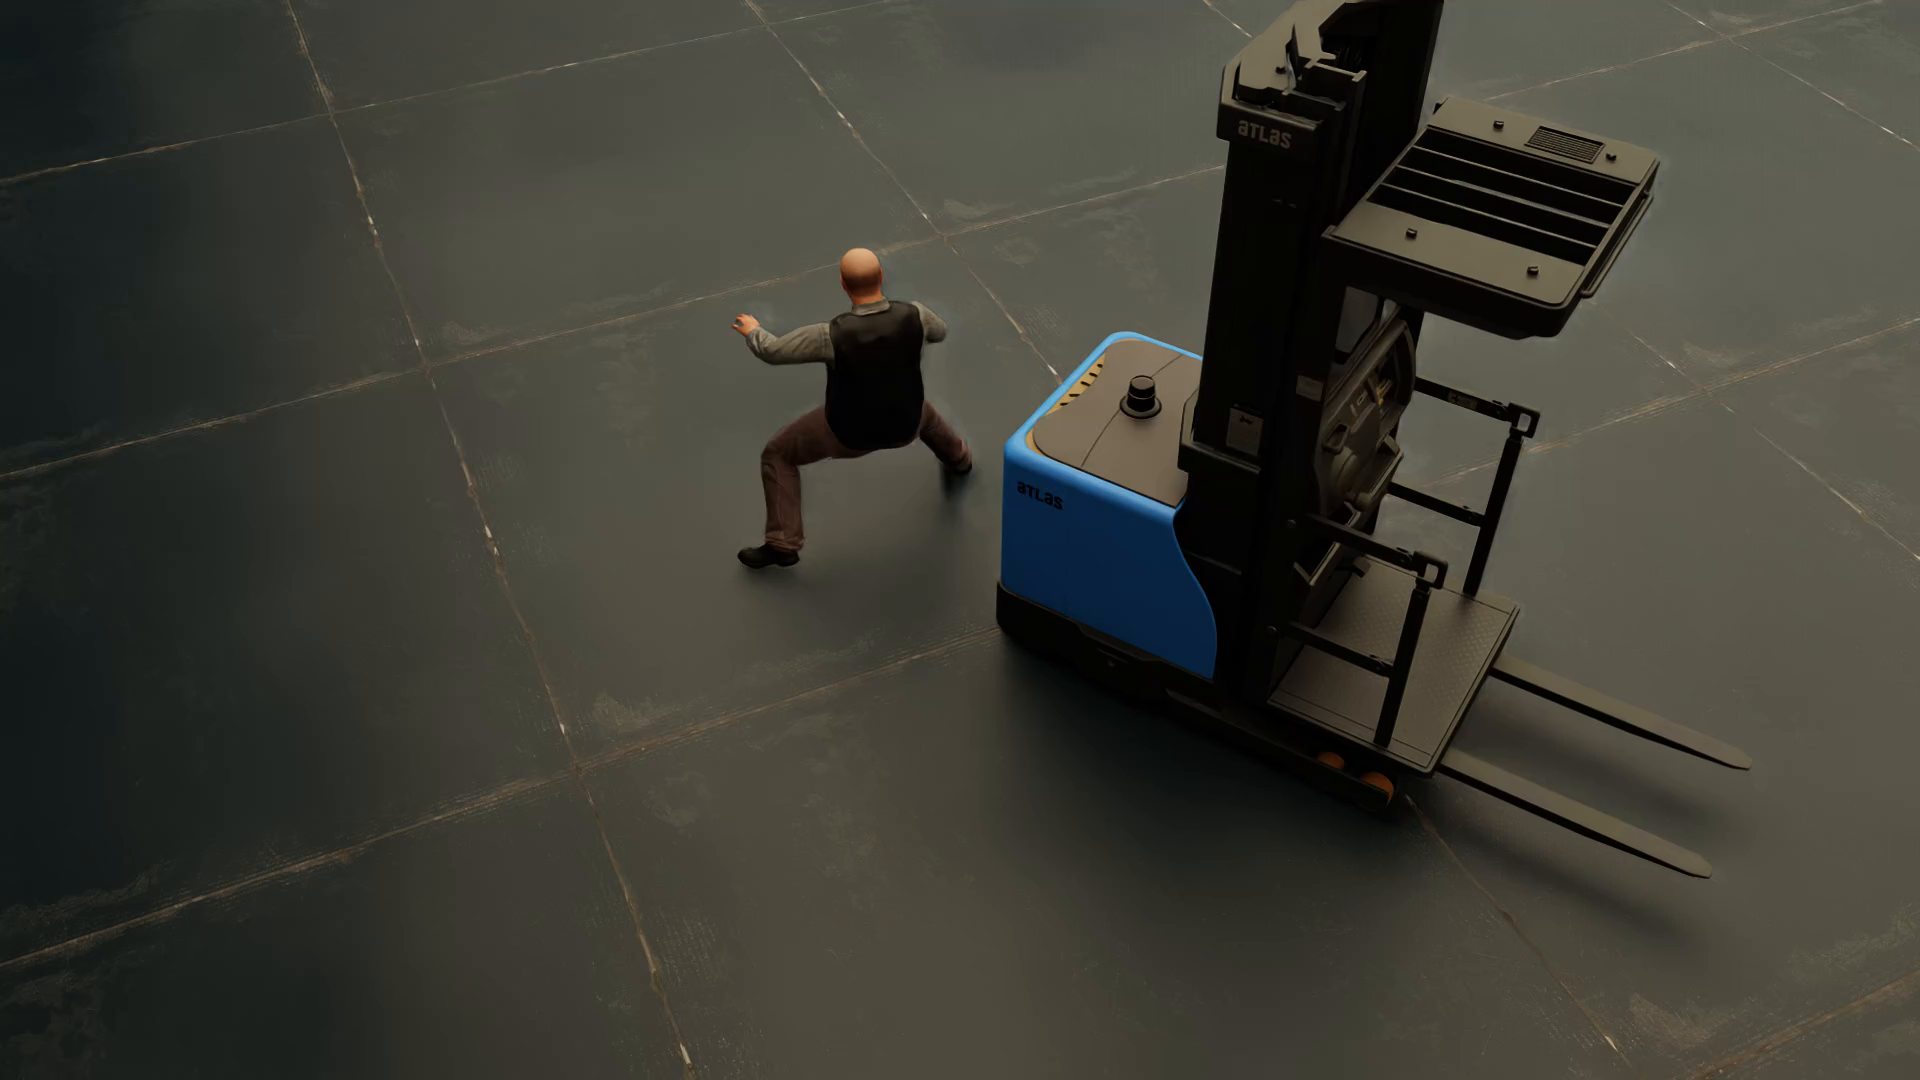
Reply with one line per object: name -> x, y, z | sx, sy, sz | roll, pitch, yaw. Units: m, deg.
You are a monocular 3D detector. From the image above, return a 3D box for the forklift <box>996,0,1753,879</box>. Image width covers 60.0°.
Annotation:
forklift -> 1.679, -0.402, 6.111 | 3.031, 2.935, 1.130 | 23, 48, 23

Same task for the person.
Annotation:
person -> -0.489, -0.683, 7.455 | 1.265, 1.504, 0.741 | -15, 45, -15
